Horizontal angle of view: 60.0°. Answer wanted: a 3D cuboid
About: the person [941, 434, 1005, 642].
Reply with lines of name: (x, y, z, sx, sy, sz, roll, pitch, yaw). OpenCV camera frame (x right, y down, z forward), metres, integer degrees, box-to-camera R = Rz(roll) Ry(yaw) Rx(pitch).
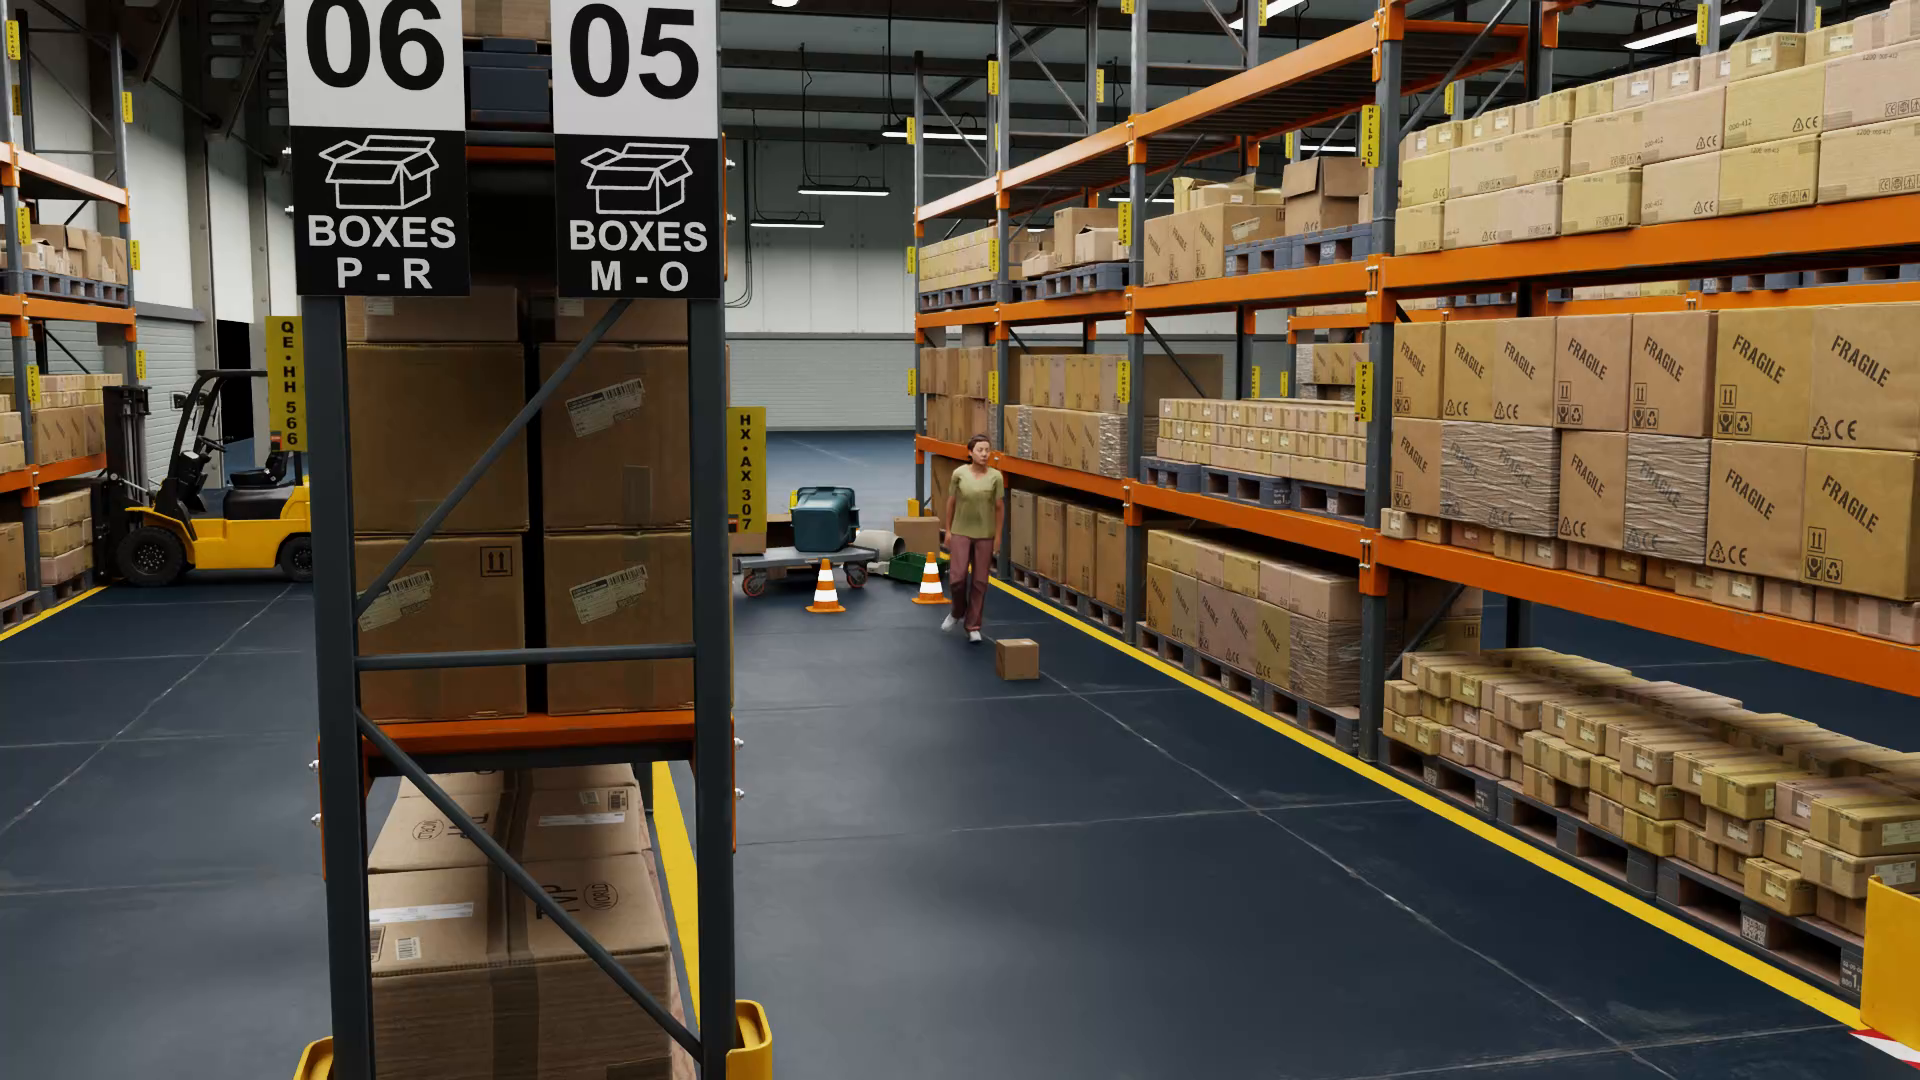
person: (0.104, -0.021, 13.264, 0.507, 1.661, 0.473, -1, 6, -5)
